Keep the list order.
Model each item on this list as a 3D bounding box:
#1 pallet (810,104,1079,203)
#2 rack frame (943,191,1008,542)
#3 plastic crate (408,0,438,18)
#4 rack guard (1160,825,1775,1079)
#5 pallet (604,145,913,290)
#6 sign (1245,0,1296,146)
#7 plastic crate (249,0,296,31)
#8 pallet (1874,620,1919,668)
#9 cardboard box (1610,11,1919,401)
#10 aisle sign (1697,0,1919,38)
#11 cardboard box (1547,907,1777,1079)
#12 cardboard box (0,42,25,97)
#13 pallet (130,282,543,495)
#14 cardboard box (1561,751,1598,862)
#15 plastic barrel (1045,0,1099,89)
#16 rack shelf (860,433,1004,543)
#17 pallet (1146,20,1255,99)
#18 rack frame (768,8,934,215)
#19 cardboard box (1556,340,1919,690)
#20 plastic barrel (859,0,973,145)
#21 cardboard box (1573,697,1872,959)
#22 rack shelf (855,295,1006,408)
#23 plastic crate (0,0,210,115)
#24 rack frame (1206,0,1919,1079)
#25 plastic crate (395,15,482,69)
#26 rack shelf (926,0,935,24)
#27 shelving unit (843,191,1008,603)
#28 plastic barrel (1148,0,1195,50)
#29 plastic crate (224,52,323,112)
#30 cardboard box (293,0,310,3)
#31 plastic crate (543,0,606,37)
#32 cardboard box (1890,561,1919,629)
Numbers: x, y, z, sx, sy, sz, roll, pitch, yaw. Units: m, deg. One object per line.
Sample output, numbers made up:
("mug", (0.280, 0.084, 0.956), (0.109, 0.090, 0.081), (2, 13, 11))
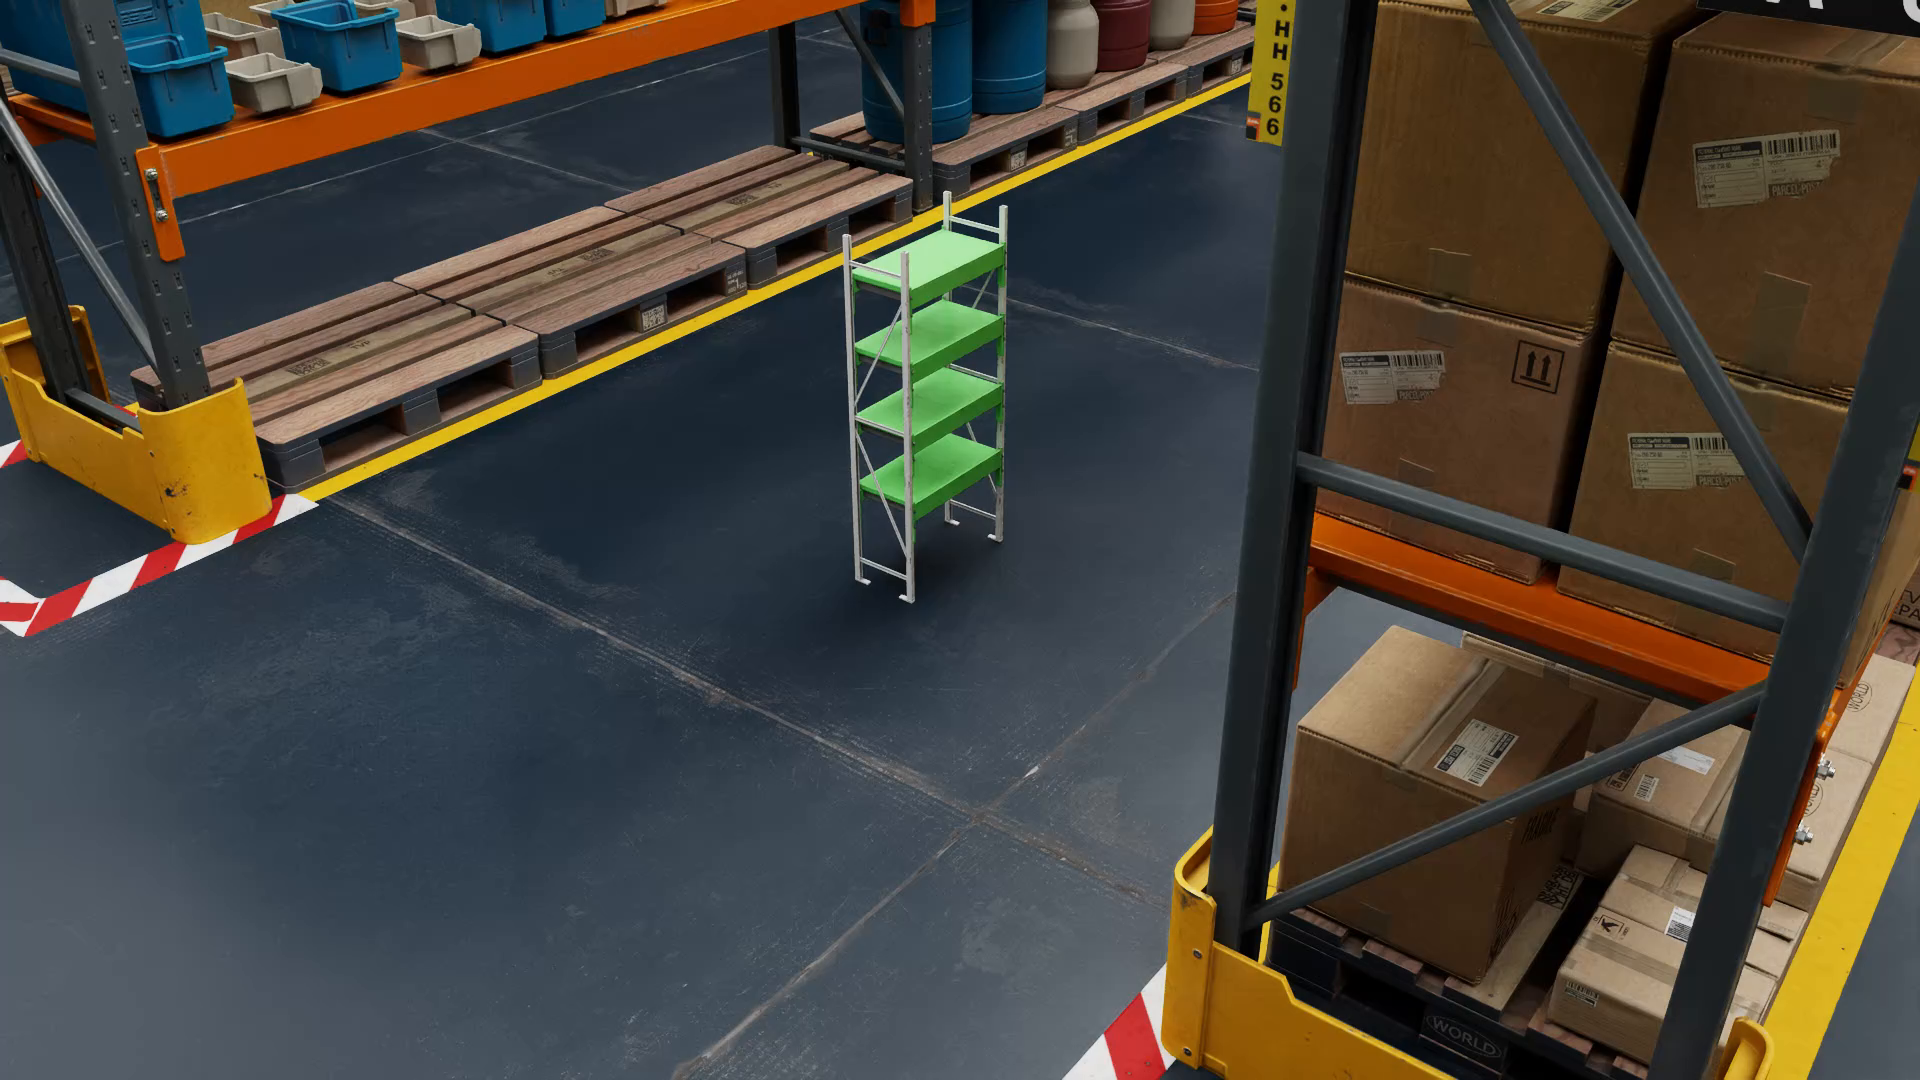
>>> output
("pallet", (-0.075, -2.250, 9.339), (1.003, 0.211, 1.213), (21, 37, 31))
("rack frame", (0.047, -0.548, 5.498), (0.240, 1.200, 0.015), (21, 37, 31))
("plastic crate", (-2.142, -2.182, 6.690), (0.298, 0.136, 0.250), (21, 37, 31))
("rack guard", (1.004, 1.048, 3.492), (1.175, 0.500, 0.348), (21, 37, 31))
("pallet", (-0.987, -1.638, 8.307), (1.003, 0.211, 1.213), (21, 37, 31))
("sign", (0.528, -0.810, 2.729), (0.100, 0.325, 0.005), (21, 37, 31))
("plastic crate", (-2.454, -1.936, 6.274), (0.396, 0.136, 0.243), (21, 37, 31))
("pallet", (2.221, 0.354, 4.946), (1.003, 0.211, 1.213), (21, 37, 31))
("cardboard box", (1.436, -0.569, 2.689), (0.500, 0.500, 0.500), (22, 37, 33))
("aisle sign", (1.151, -0.997, 1.940), (0.394, 0.787, 0.004), (21, 37, 31))
("cardboard box", (1.485, 0.976, 3.526), (0.380, 0.149, 0.250), (21, 37, 31))
("cardboard box", (-6.066, -2.968, 9.489), (0.875, 0.875, 0.875), (21, 37, 31))
("pallet", (-2.460, -0.646, 6.634), (1.003, 0.211, 1.213), (21, 37, 31))
("cardboard box", (1.406, 0.599, 4.144), (0.380, 0.166, 0.250), (21, 37, 31))
("plastic barrel", (0.607, -2.965, 9.839), (0.421, 0.512, 0.421), (0, 31, 0))
("rack shelf", (-0.100, -0.187, 5.486), (0.258, 0.148, 0.480), (21, 37, 31))
("pallet", (1.398, -3.242, 11.013), (1.003, 0.211, 1.213), (21, 37, 31))
("rack frame", (-0.574, -3.149, 8.121), (1.000, 3.000, 0.127), (21, 37, 31))
("cardboard box", (1.436, -0.139, 2.944), (0.500, 0.500, 0.500), (22, 37, 32))
("plastic barrel", (-0.232, -2.642, 8.913), (0.600, 0.901, 0.708), (21, 37, 31))
("cardboard box", (1.814, 0.660, 3.960), (0.500, 0.250, 0.500), (21, 37, 31))
("rack shelf", (-0.100, -0.600, 5.241), (0.258, 0.148, 0.480), (21, 37, 31))
("plastic crate", (-2.936, -1.757, 5.680), (0.616, 0.435, 0.499), (21, 37, 31))
("rack frame", (0.958, 0.003, 2.802), (1.000, 3.000, 0.127), (21, 37, 31))
("plastic crate", (-1.908, -1.815, 6.070), (0.250, 0.136, 0.298), (21, 37, 31))
("rack shelf", (0.633, -3.652, 9.676), (1.077, 0.370, 4.000), (21, 37, 31))
("shelving unit", (-0.100, -0.449, 5.331), (0.258, 1.200, 0.503), (21, 37, 31))
("plastic barrel", (1.289, -3.424, 10.613), (0.421, 0.512, 0.421), (0, 31, 0))
("plastic crate", (-2.318, -1.539, 5.605), (0.250, 0.136, 0.298), (21, 37, 31))
("cardboard box", (-4.153, -4.206, 11.577), (1.225, 0.875, 0.875), (21, 37, 31))
("plastic crate", (-1.601, -2.133, 6.512), (0.416, 0.233, 0.300), (21, 37, 31))
("cardboard box", (2.802, -0.031, 5.067), (0.500, 0.311, 0.500), (21, 37, 31))
